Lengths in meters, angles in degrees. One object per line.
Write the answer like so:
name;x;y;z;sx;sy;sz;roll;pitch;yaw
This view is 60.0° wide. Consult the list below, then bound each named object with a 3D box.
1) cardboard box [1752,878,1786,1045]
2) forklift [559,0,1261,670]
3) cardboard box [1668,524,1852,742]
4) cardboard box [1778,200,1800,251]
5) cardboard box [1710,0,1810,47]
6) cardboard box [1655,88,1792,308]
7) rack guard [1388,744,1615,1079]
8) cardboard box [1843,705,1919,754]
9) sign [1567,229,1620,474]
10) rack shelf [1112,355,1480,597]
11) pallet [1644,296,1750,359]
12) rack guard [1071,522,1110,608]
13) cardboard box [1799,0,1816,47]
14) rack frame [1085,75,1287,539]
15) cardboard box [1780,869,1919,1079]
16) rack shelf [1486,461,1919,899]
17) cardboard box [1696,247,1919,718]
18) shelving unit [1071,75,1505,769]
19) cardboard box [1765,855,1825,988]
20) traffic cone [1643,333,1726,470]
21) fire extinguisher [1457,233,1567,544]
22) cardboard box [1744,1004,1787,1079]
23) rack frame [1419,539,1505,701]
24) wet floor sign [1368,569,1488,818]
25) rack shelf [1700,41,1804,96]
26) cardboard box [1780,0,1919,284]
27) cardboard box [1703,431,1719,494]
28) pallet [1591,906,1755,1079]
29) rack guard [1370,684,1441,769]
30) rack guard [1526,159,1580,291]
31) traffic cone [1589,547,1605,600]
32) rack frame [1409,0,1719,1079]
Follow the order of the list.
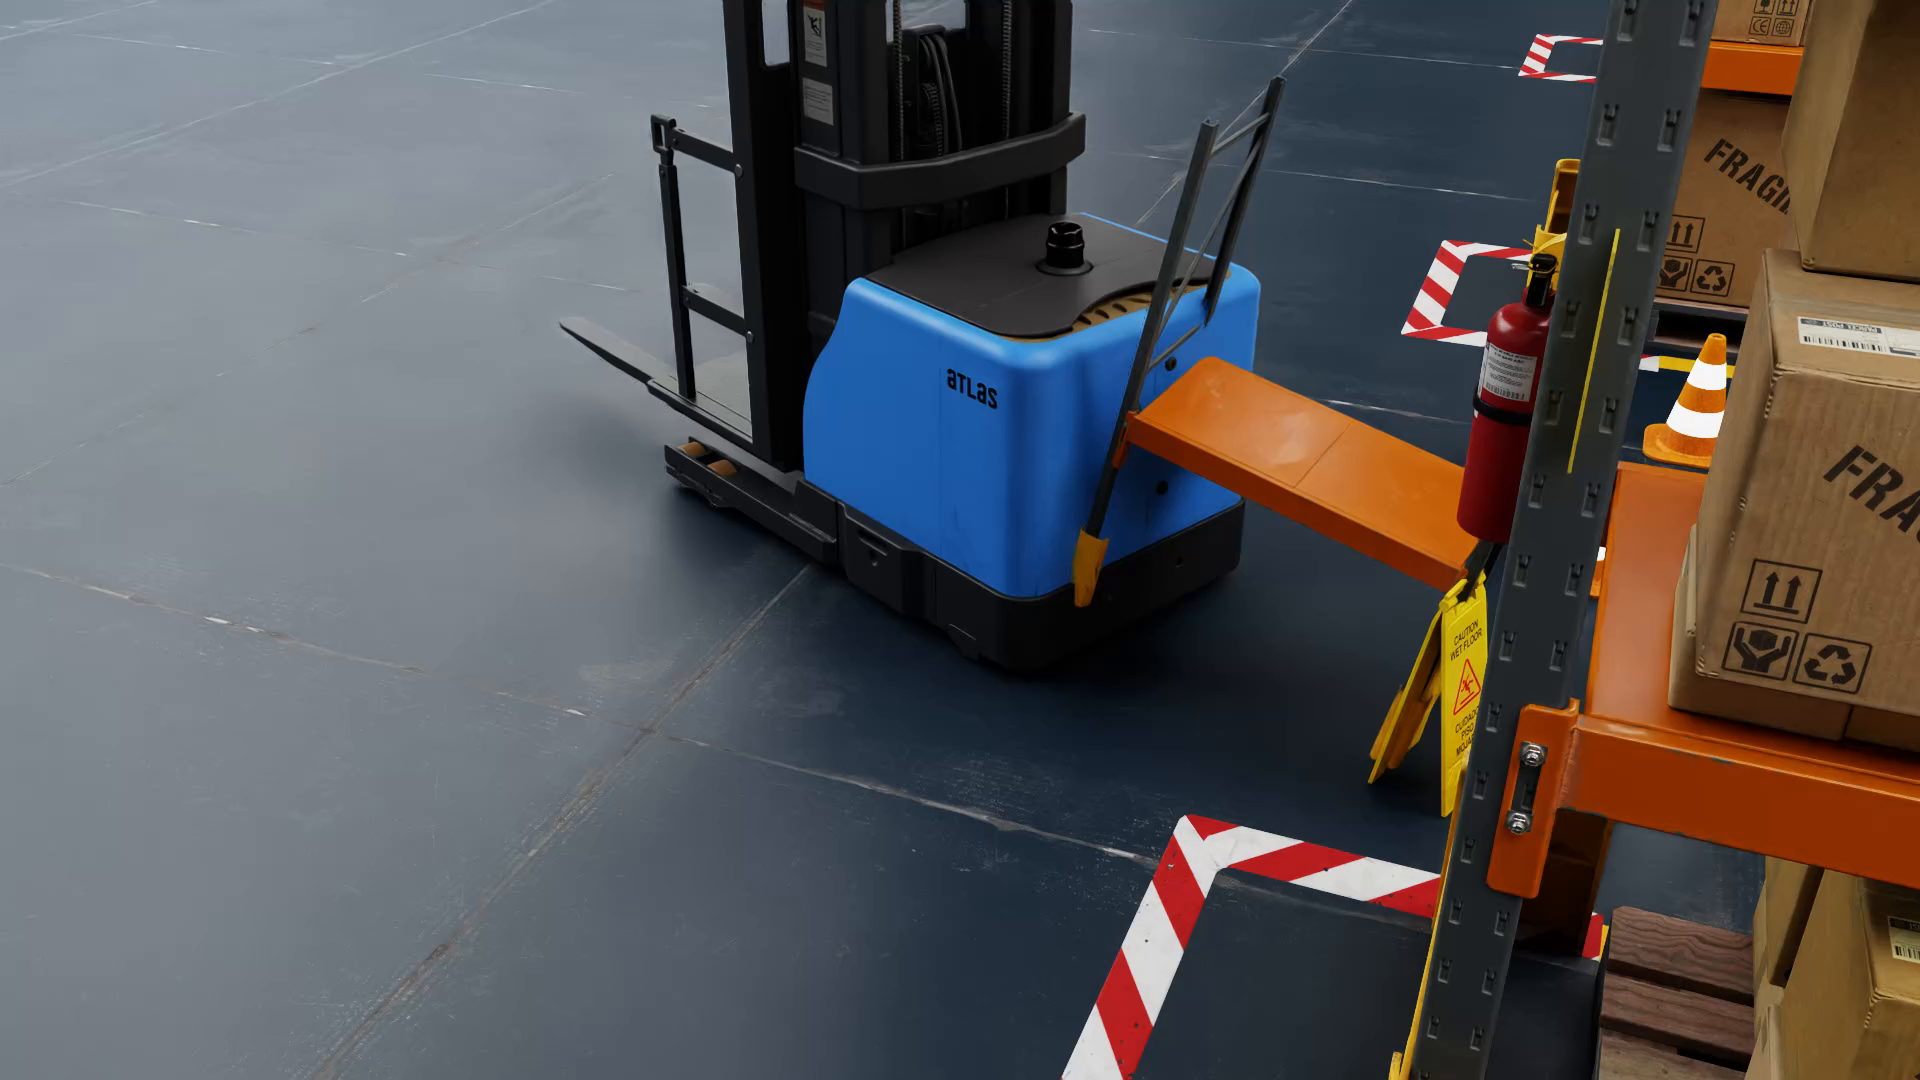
cardboard box;1.942;0.919;3.443;0.500;0.250;0.500;11;31;19
forklift;-0.423;-1.538;5.493;1.130;2.935;3.031;-23;37;-35
cardboard box;1.307;0.141;2.708;0.250;0.149;0.380;11;31;19
cardboard box;1.676;-0.324;2.871;0.500;0.500;0.500;11;31;18
cardboard box;3.198;-2.419;6.829;0.550;0.550;0.875;11;31;19
cardboard box;3.490;-1.564;7.202;0.875;0.875;0.875;11;31;19
rack guard;1.140;0.976;3.515;0.348;0.500;1.175;11;31;19
cardboard box;1.546;0.181;2.637;0.250;0.149;0.380;12;32;20
sign;0.866;-0.256;2.274;0.005;0.325;0.100;11;31;19
rack shelf;0.994;-0.176;4.650;1.000;0.185;0.538;27;39;19
pallet;3.607;-1.076;7.438;1.213;0.211;1.003;11;31;19
rack guard;0.503;-0.039;5.071;0.087;0.250;0.587;27;39;19
cardboard box;3.716;-2.327;6.667;0.550;0.550;0.875;11;31;19
rack frame;0.599;-0.539;4.708;0.032;1.500;0.500;27;39;19
cardboard box;1.735;0.841;2.819;0.500;0.500;0.500;10;31;17
rack shelf;2.923;0.557;2.447;4.000;0.370;1.077;11;31;19
cardboard box;1.404;-0.085;2.448;0.500;0.500;0.500;11;31;18
shelving unit;1.034;-0.313;4.541;1.083;1.500;0.587;27;39;19
cardboard box;1.910;0.591;3.262;0.500;0.500;0.500;11;31;19
traffic cone;2.795;-0.552;6.256;0.334;0.463;0.336;11;31;19
fire extinguisher;1.137;-0.324;3.353;0.183;0.674;0.296;11;31;19
cardboard box;1.713;1.163;3.011;0.500;0.250;0.500;11;31;19
rack frame;1.453;-0.096;4.379;0.032;1.500;0.500;27;39;19
wet floor sign;1.296;0.376;4.429;0.232;0.644;0.267;24;37;36
rack shelf;4.690;-1.719;6.473;4.000;0.370;1.077;11;31;19
cardboard box;1.625;-0.739;2.590;0.500;0.500;0.700;11;31;18
cardboard box;1.497;-0.045;3.037;0.250;0.149;0.380;12;32;21
pallet;1.880;1.268;3.292;1.213;0.211;1.003;11;31;19
rack guard;1.339;0.395;4.749;0.087;0.250;0.587;27;39;19
rack guard;2.815;-1.318;7.574;0.348;0.500;1.175;11;31;19
traffic cone;2.055;-0.099;5.455;0.334;0.463;0.336;11;31;19
rack frame;1.070;-0.126;2.925;0.127;3.000;1.000;11;31;19
